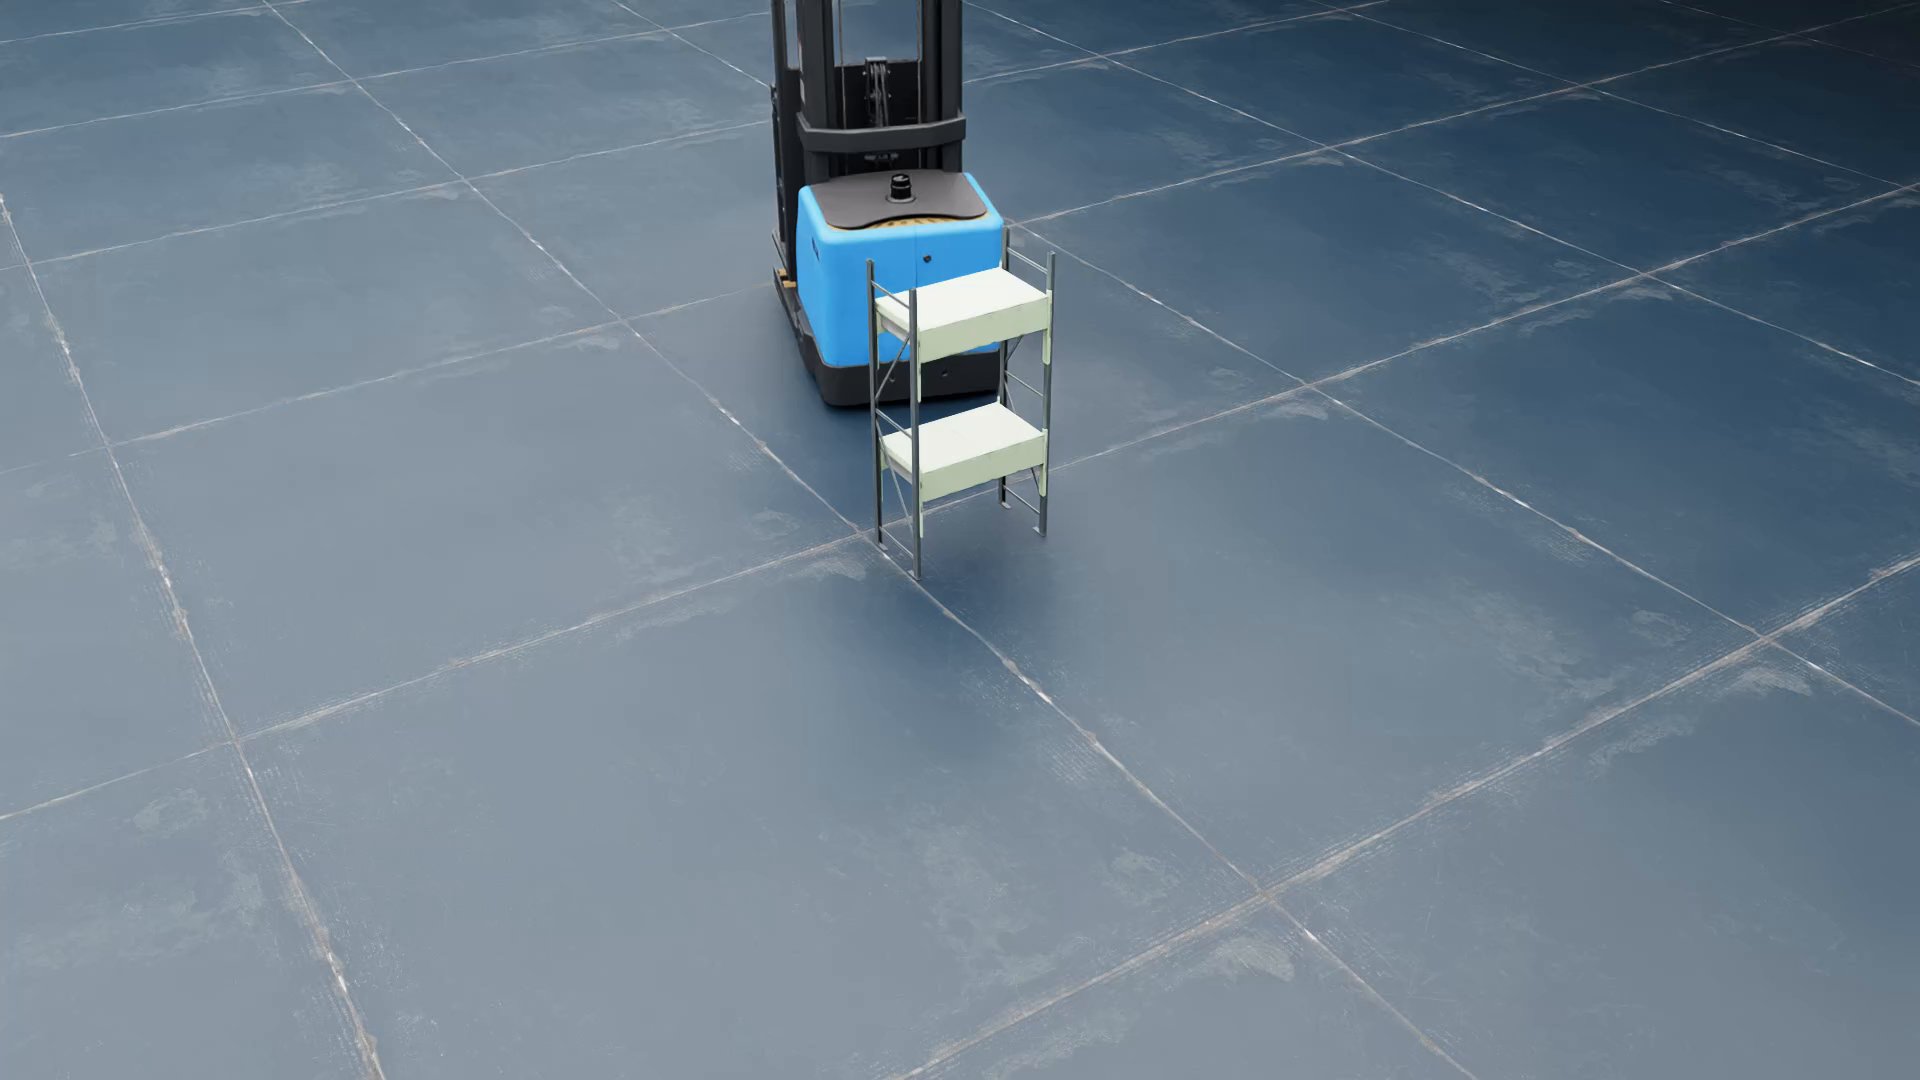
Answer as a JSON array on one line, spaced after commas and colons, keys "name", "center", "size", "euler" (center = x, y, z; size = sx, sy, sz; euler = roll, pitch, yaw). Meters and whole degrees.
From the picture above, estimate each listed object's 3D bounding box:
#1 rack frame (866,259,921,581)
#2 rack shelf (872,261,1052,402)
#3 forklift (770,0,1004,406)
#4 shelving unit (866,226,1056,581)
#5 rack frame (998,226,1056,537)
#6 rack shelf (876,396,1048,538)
[{"name": "rack frame", "center": [-0.302, -0.530, 7.685], "size": [0.023, 1.500, 0.400], "euler": [-19, 37, -27]}, {"name": "rack shelf", "center": [0.006, -0.966, 7.645], "size": [0.720, 0.370, 0.431], "euler": [-19, 37, -27]}, {"name": "forklift", "center": [-0.584, -2.767, 9.890], "size": [1.130, 2.935, 3.031], "euler": [-7, 33, -11]}, {"name": "shelving unit", "center": [0.006, -0.636, 7.853], "size": [0.755, 1.500, 0.431], "euler": [-19, 37, -27]}, {"name": "rack frame", "center": [0.313, -0.742, 8.021], "size": [0.023, 1.500, 0.400], "euler": [-19, 37, -27]}, {"name": "rack shelf", "center": [0.006, -0.361, 8.027], "size": [0.720, 0.370, 0.431], "euler": [-19, 37, -27]}]
